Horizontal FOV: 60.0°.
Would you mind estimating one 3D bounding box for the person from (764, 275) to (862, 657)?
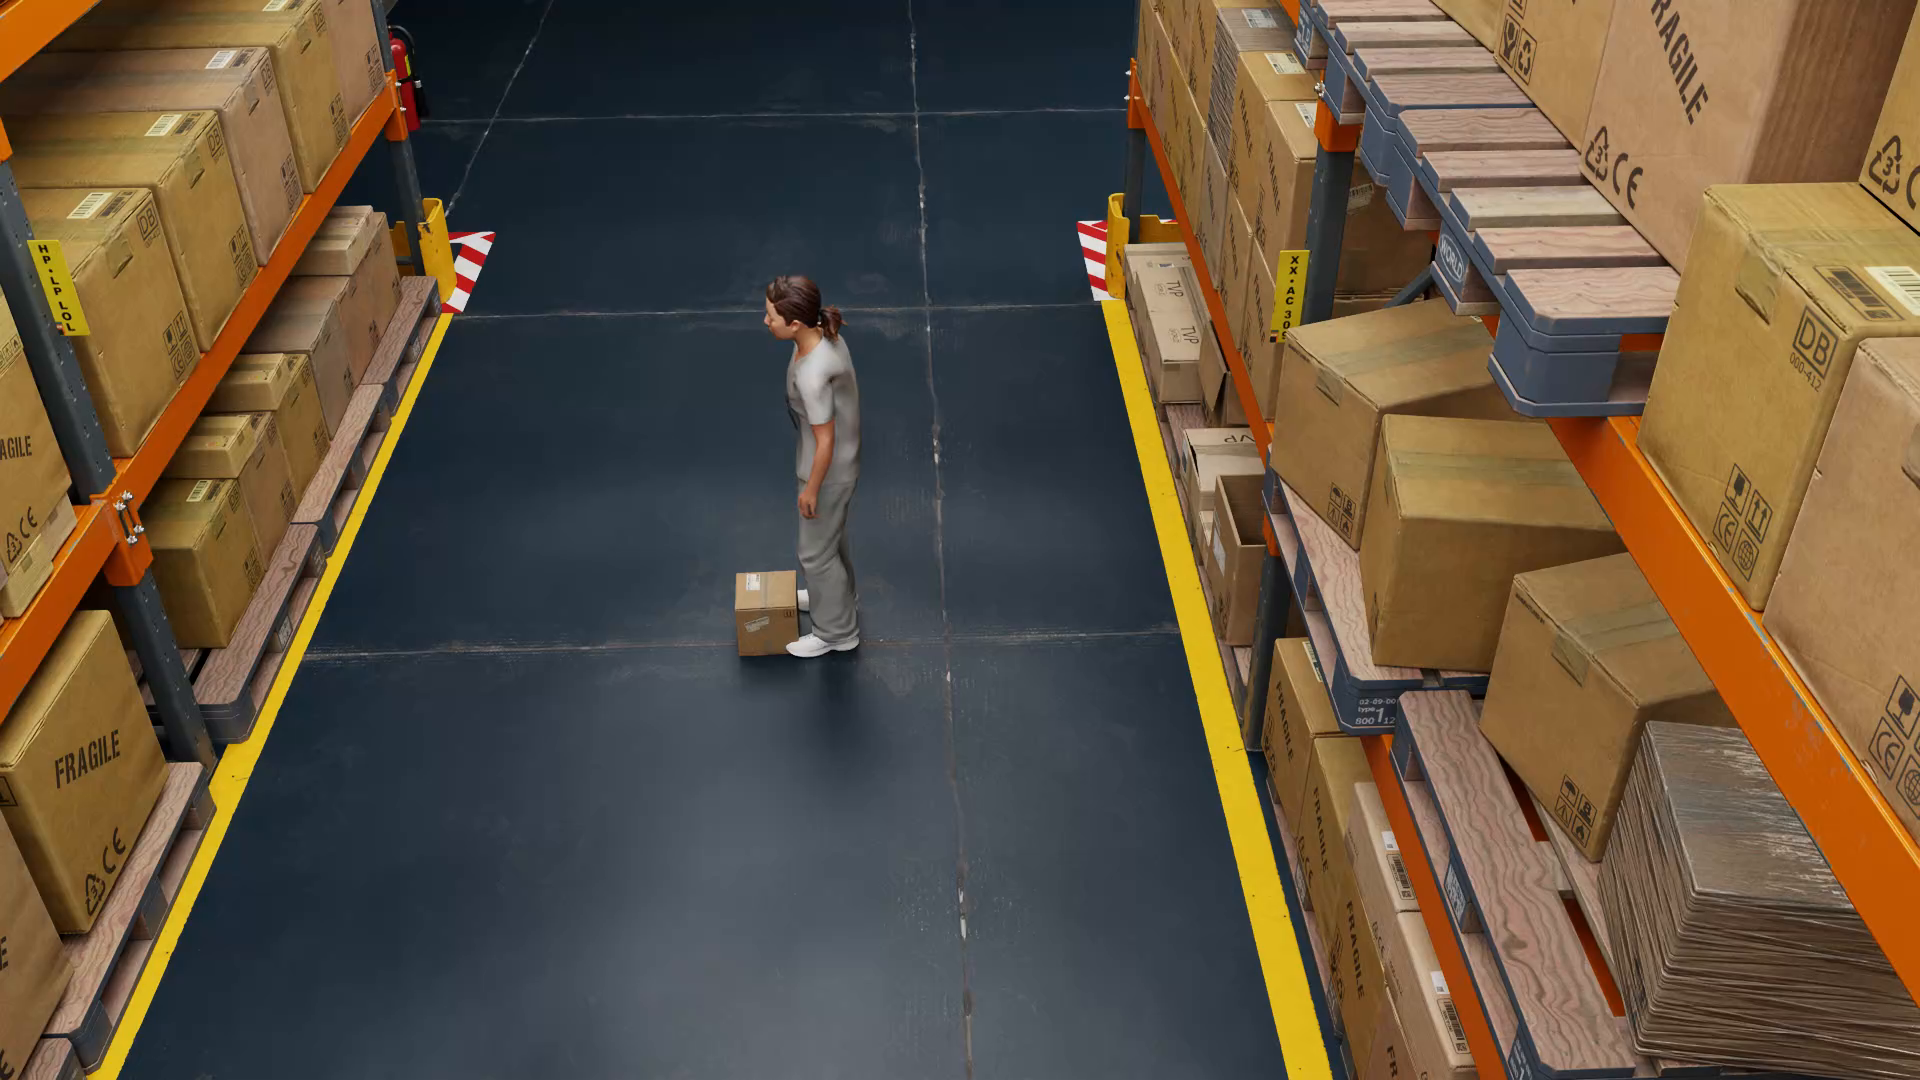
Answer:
[{"bbox_3d":[-0.557,-0.290,6.554,0.354,1.673,0.490,-2,35,-2],"label":"person"}]
